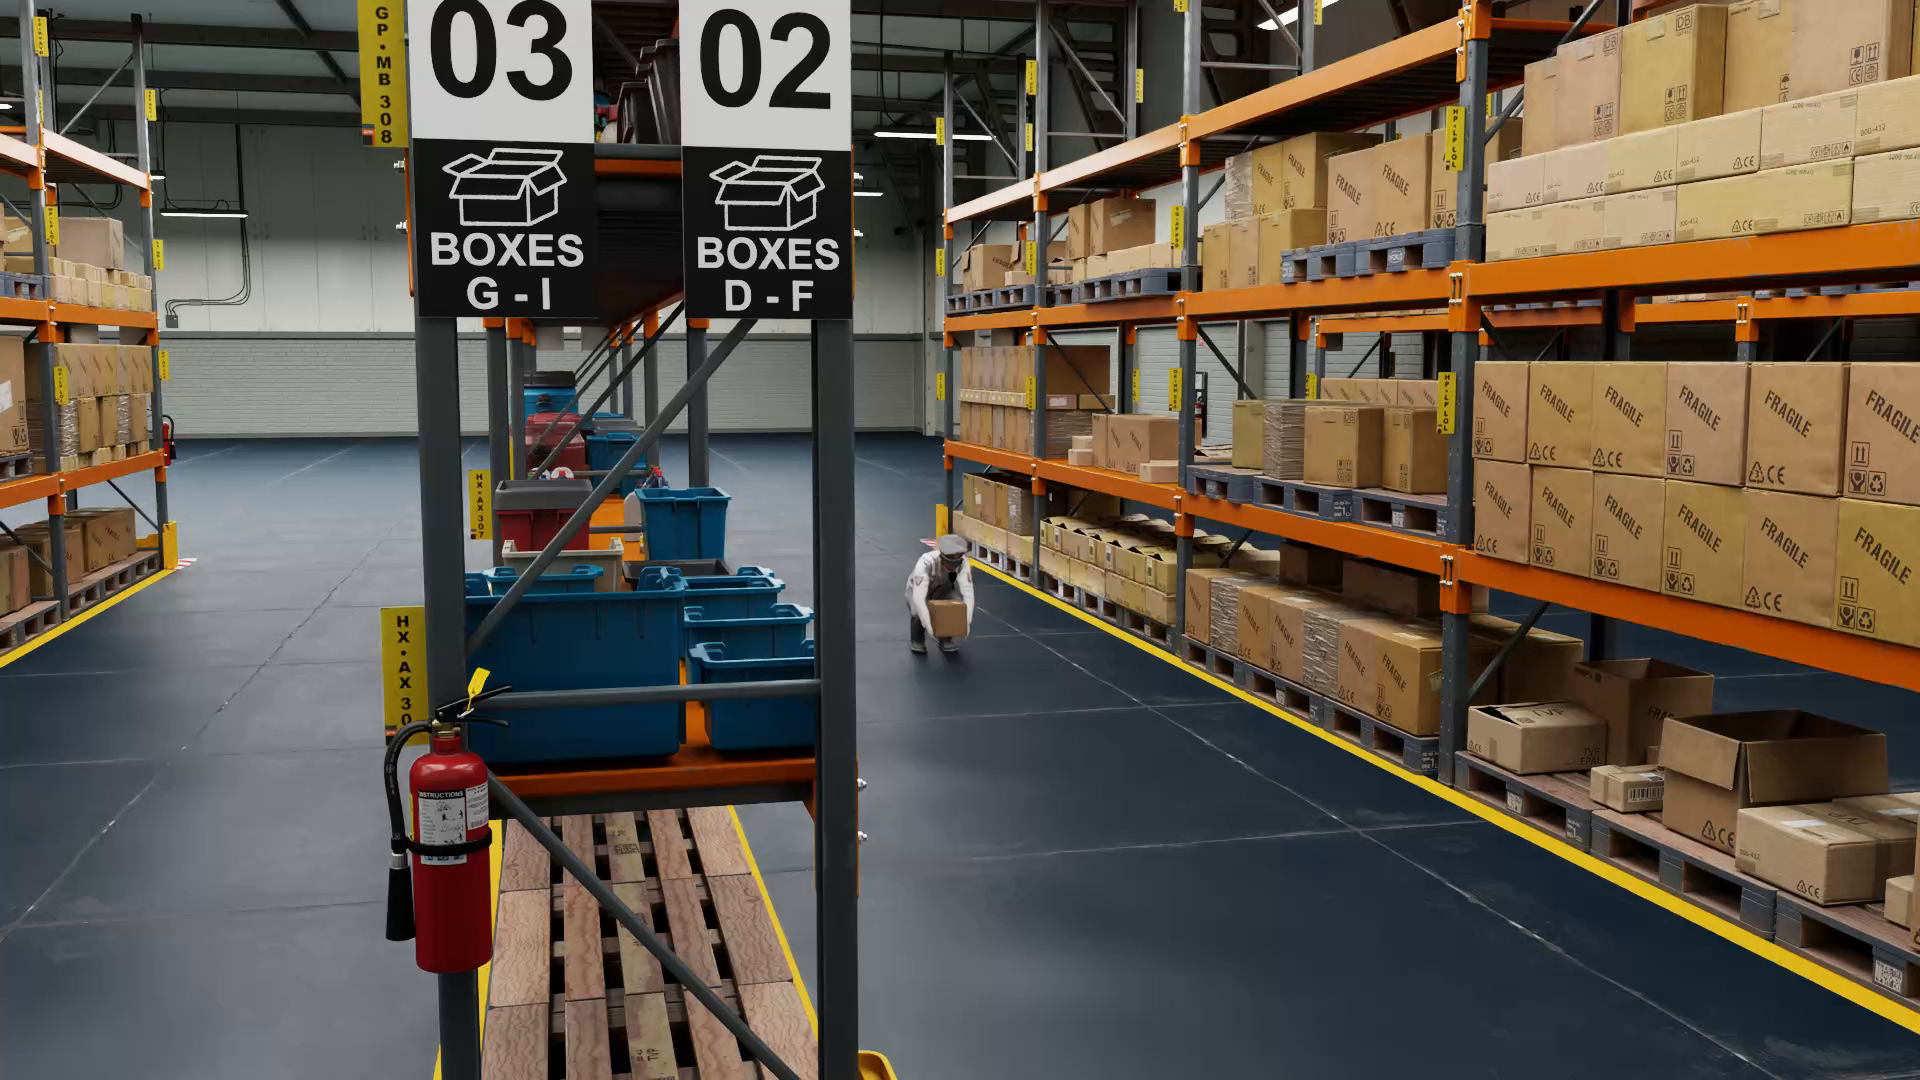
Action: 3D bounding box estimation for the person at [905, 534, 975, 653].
[{"bbox_3d":[-0.166,0.417,13.135,0.495,0.964,0.825,-2,6,-14],"label":"person"}]
